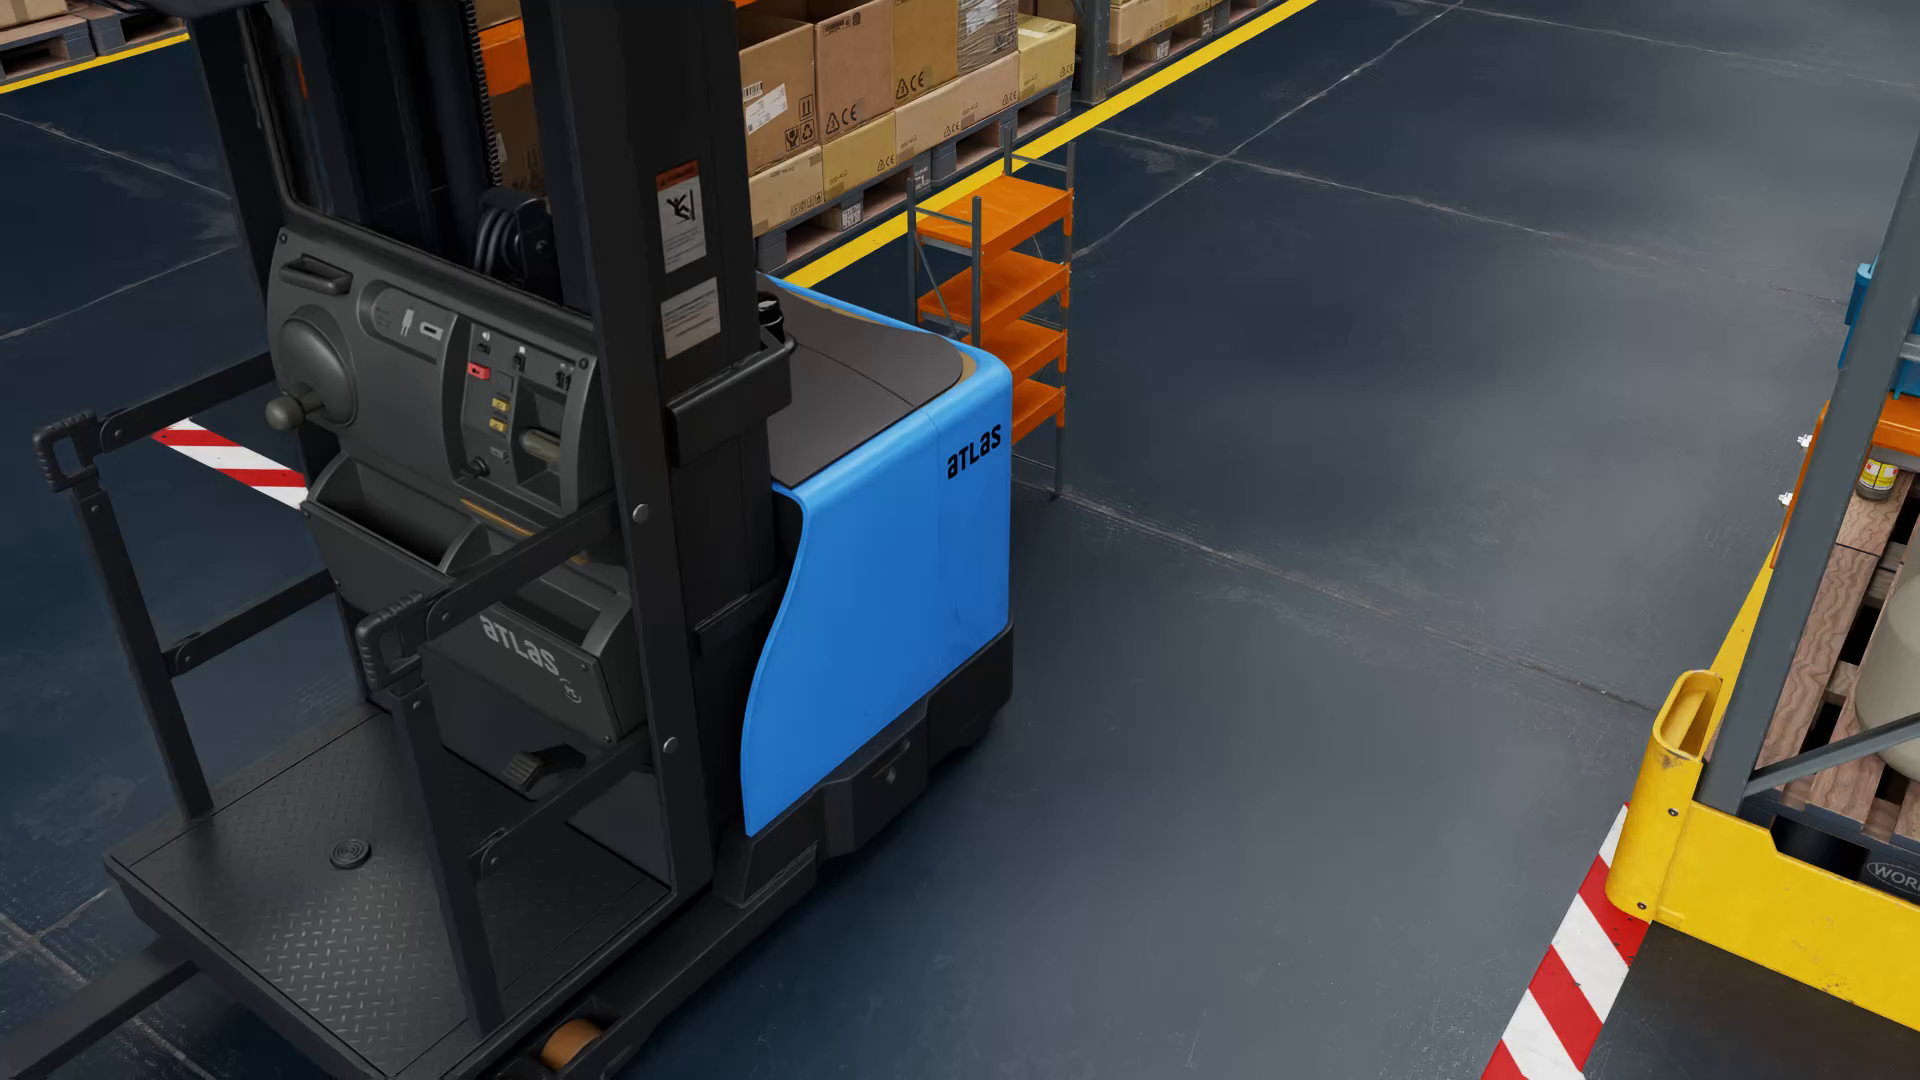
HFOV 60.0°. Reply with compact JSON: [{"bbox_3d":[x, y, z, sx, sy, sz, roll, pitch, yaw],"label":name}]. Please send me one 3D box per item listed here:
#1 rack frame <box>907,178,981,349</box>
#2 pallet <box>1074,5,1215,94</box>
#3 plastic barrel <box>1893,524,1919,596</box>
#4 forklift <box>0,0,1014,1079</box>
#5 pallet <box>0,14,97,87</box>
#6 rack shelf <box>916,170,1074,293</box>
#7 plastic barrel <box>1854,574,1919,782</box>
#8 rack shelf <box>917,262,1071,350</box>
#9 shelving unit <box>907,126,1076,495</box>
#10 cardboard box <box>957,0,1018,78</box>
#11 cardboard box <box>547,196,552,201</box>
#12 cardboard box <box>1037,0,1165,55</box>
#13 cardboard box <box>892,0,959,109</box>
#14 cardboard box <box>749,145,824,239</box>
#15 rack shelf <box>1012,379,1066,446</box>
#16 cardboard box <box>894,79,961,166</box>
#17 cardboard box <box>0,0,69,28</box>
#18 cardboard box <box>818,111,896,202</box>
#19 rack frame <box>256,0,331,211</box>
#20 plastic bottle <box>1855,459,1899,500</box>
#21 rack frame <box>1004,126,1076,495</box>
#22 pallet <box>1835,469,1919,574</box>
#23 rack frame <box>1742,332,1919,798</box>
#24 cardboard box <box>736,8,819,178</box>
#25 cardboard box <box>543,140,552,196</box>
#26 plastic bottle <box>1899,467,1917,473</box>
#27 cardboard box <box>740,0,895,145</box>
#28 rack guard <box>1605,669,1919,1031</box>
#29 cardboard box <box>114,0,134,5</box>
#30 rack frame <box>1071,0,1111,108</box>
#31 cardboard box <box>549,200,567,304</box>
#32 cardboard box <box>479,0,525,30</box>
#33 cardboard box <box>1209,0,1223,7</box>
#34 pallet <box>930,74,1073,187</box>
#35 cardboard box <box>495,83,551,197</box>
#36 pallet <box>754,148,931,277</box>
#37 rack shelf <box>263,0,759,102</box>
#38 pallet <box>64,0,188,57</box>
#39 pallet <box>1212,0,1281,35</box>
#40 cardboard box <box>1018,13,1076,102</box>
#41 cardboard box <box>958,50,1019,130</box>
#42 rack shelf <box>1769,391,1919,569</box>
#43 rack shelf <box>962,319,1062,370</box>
[{"bbox_3d":[-0.045,-0.461,4.860,0.240,1.200,0.015,21,39,28],"label":"rack frame"},{"bbox_3d":[0.699,-2.844,9.268,1.003,0.211,1.213,21,39,28],"label":"pallet"},{"bbox_3d":[2.696,0.075,4.307,0.421,0.512,0.421,0,34,0],"label":"plastic barrel"},{"bbox_3d":[1.224,-1.404,4.025,3.137,3.703,8.240,23,40,30],"label":"forklift"},{"bbox_3d":[-5.506,-2.630,8.951,1.003,0.211,1.213,21,39,28],"label":"pallet"},{"bbox_3d":[0.094,-0.899,4.806,0.258,0.148,0.480,21,39,28],"label":"rack shelf"},{"bbox_3d":[2.410,0.306,3.966,0.421,0.512,0.421,0,34,0],"label":"plastic barrel"},{"bbox_3d":[0.094,-0.703,4.939,0.258,0.148,0.480,21,39,28],"label":"rack shelf"},{"bbox_3d":[0.094,-0.573,5.027,0.258,1.200,0.503,21,39,28],"label":"shelving unit"},{"bbox_3d":[-0.068,-2.484,7.656,0.500,0.500,0.500,21,39,28],"label":"cardboard box"},{"bbox_3d":[-1.906,-1.183,6.402,0.500,0.250,0.500,21,39,28],"label":"cardboard box"},{"bbox_3d":[0.745,-2.789,8.777,0.500,0.250,0.500,20,39,27],"label":"cardboard box"},{"bbox_3d":[-0.350,-2.253,7.314,0.500,0.500,0.500,21,39,28],"label":"cardboard box"},{"bbox_3d":[-0.913,-1.479,6.839,0.500,0.250,0.500,21,39,28],"label":"cardboard box"},{"bbox_3d":[0.094,-0.353,5.175,0.258,0.148,0.480,21,39,28],"label":"rack shelf"},{"bbox_3d":[-0.340,-1.938,7.518,0.500,0.250,0.500,21,39,28],"label":"cardboard box"},{"bbox_3d":[-5.248,-3.008,9.028,0.500,0.311,0.500,25,41,32],"label":"cardboard box"},{"bbox_3d":[-0.624,-1.708,7.177,0.500,0.250,0.500,21,39,28],"label":"cardboard box"},{"bbox_3d":[-1.969,-1.807,5.245,1.000,3.000,0.127,21,39,28],"label":"rack frame"},{"bbox_3d":[2.785,-0.232,5.020,0.097,0.201,0.097,0,34,0],"label":"plastic bottle"},{"bbox_3d":[0.234,-0.685,5.193,0.240,1.200,0.015,21,39,28],"label":"rack frame"},{"bbox_3d":[3.266,-0.049,5.135,1.003,0.211,1.213,21,39,28],"label":"pallet"},{"bbox_3d":[2.100,-0.222,2.901,0.949,2.616,0.053,21,39,28],"label":"rack frame"},{"bbox_3d":[-0.923,-1.793,6.635,0.500,0.500,0.500,21,39,28],"label":"cardboard box"},{"bbox_3d":[-1.631,-1.417,6.748,0.500,0.250,0.500,21,39,28],"label":"cardboard box"},{"bbox_3d":[2.951,-0.370,5.158,0.152,0.276,0.135,22,40,29],"label":"plastic bottle"},{"bbox_3d":[-0.624,-2.018,6.967,0.500,0.500,0.500,21,39,28],"label":"cardboard box"},{"bbox_3d":[2.102,0.762,3.677,1.175,0.500,0.348,21,39,28],"label":"rack guard"},{"bbox_3d":[-4.788,-3.408,9.451,0.700,0.500,0.500,19,38,25],"label":"cardboard box"},{"bbox_3d":[0.311,-3.648,7.967,1.000,3.000,0.127,21,39,28],"label":"rack frame"},{"bbox_3d":[-1.481,-1.018,6.157,0.500,0.250,0.500,21,39,28],"label":"cardboard box"},{"bbox_3d":[-1.693,-2.059,5.528,0.700,0.500,0.500,21,39,28],"label":"cardboard box"},{"bbox_3d":[1.330,-3.263,9.478,0.500,0.250,0.500,20,39,27],"label":"cardboard box"},{"bbox_3d":[-0.177,-2.140,8.226,1.003,0.211,1.213,21,39,28],"label":"pallet"},{"bbox_3d":[-1.908,-1.495,6.193,0.500,0.500,0.500,21,39,28],"label":"cardboard box"},{"bbox_3d":[-0.872,-1.577,7.393,1.003,0.211,1.213,21,39,28],"label":"pallet"},{"bbox_3d":[-0.829,-2.430,6.807,1.077,0.370,4.000,21,39,28],"label":"rack shelf"},{"bbox_3d":[-4.809,-3.189,9.778,1.003,0.211,1.213,21,39,28],"label":"pallet"},{"bbox_3d":[1.394,-3.408,10.101,1.003,0.211,1.213,21,39,28],"label":"pallet"},{"bbox_3d":[0.226,-2.400,8.200,0.500,0.250,0.500,21,39,28],"label":"cardboard box"},{"bbox_3d":[-0.067,-2.173,7.865,0.500,0.250,0.500,21,39,28],"label":"cardboard box"},{"bbox_3d":[3.238,-0.846,4.465,1.077,0.370,4.000,21,39,28],"label":"rack shelf"},{"bbox_3d":[0.094,-0.550,5.042,0.221,0.050,0.457,21,39,28],"label":"rack shelf"}]
